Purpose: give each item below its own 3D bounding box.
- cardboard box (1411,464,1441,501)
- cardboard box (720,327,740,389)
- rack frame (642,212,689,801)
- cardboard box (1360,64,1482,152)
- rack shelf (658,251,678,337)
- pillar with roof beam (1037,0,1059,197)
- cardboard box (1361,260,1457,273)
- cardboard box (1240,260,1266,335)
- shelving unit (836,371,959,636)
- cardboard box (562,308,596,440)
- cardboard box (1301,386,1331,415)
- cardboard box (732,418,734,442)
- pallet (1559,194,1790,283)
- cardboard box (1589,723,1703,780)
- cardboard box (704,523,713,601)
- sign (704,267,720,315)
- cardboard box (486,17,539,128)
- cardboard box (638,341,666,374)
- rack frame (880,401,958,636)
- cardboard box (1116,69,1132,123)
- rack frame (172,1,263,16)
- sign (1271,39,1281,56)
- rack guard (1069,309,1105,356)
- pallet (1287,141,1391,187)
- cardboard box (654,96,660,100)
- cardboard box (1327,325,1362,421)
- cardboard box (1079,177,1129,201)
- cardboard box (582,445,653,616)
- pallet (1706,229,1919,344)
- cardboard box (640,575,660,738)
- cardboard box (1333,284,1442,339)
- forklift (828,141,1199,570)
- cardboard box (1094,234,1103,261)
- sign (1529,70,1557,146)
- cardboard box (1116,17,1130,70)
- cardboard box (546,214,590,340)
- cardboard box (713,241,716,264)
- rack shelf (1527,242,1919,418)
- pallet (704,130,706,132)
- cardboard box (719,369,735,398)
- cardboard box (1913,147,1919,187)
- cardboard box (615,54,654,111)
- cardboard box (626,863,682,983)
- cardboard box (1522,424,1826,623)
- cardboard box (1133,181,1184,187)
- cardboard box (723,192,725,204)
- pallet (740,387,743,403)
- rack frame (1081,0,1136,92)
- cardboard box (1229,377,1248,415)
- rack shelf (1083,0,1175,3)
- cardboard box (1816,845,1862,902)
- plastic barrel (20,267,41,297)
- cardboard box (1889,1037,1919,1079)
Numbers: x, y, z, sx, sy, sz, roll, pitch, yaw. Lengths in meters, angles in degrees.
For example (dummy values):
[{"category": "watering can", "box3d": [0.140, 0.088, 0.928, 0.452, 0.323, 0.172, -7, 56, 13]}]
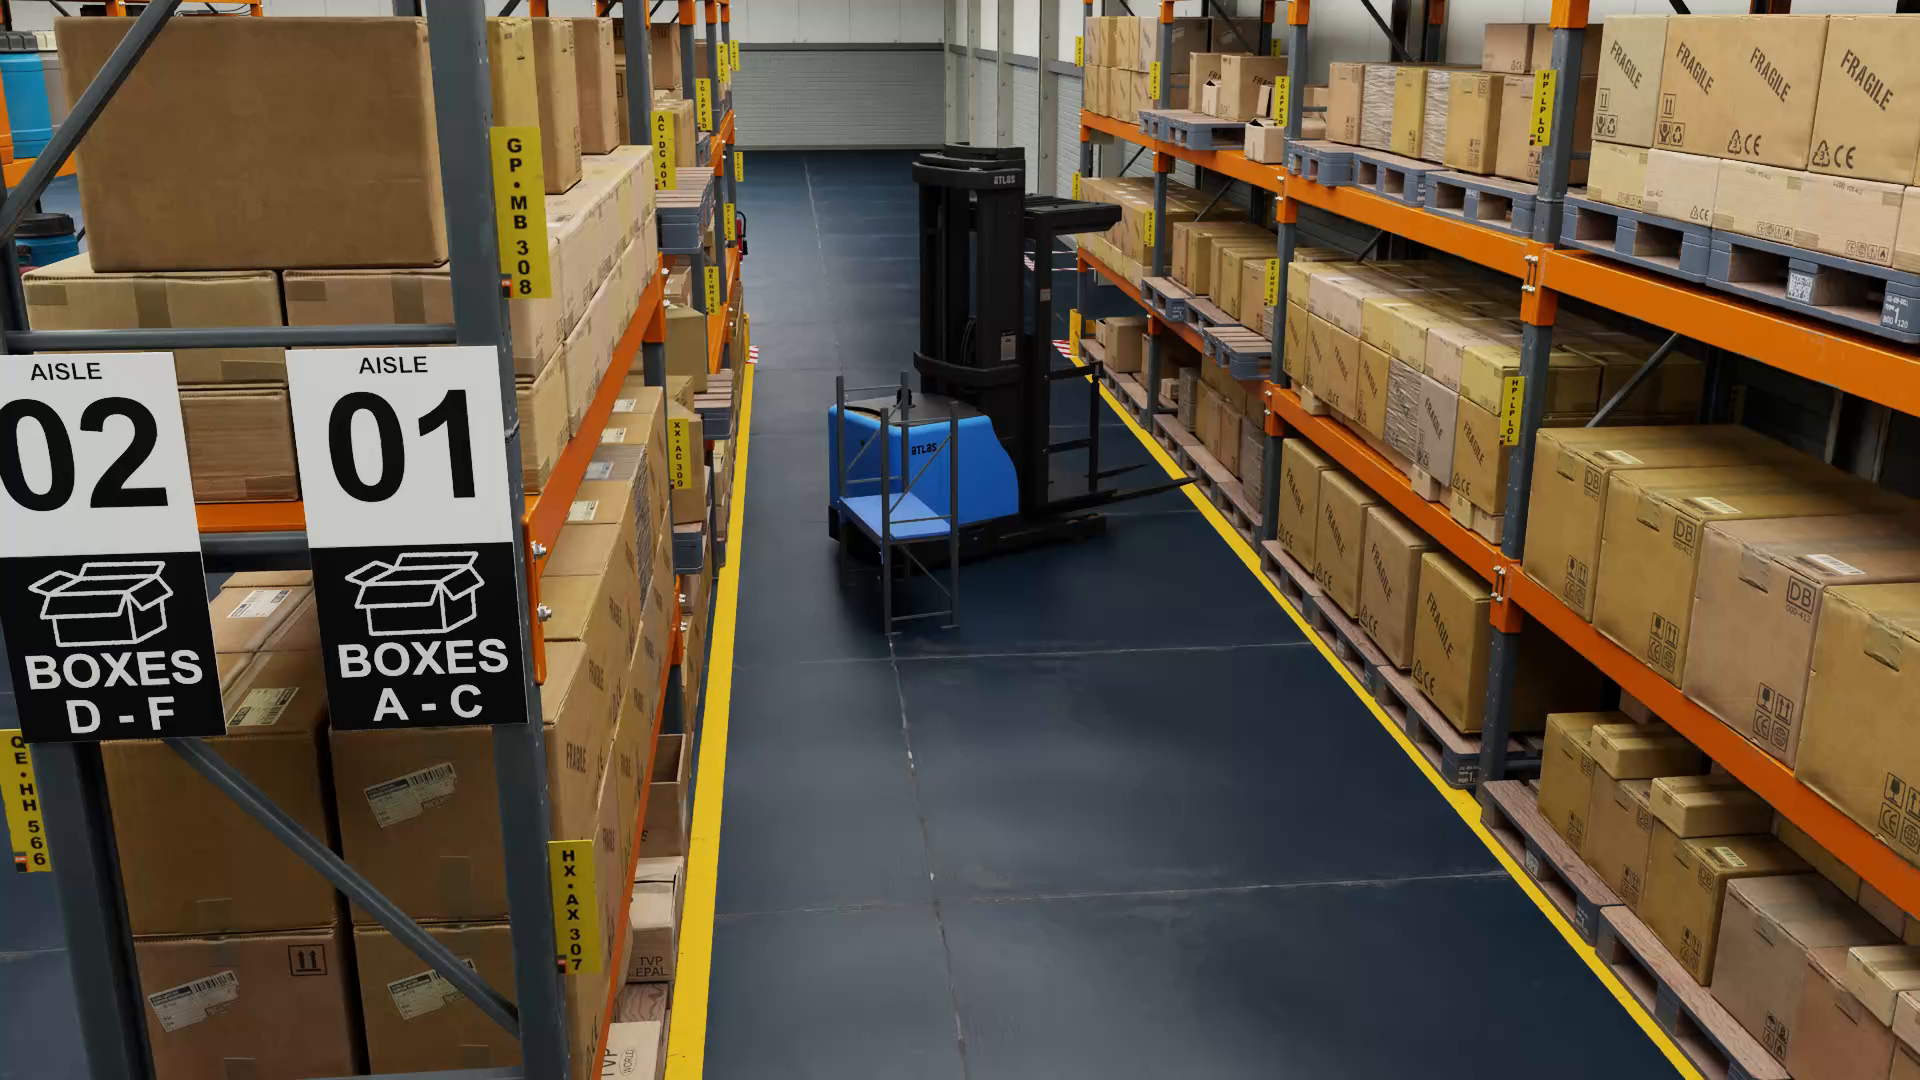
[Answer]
[{"category": "cardboard box", "box3d": [2.693, -0.320, 9.074, 0.380, 0.149, 0.250, -2, 18, -6]}, {"category": "cardboard box", "box3d": [-2.362, -1.732, 15.822, 0.500, 0.500, 0.500, -2, 18, -6]}, {"category": "rack frame", "box3d": [-1.800, 0.046, 7.523, 1.000, 3.000, 0.127, -2, 18, -6]}, {"category": "cardboard box", "box3d": [2.928, -2.690, 10.328, 0.700, 0.500, 0.500, -3, 18, -9]}, {"category": "rack shelf", "box3d": [-2.007, -1.638, 9.079, 1.077, 0.370, 4.000, -2, 18, -6]}, {"category": "pillar with roof beam", "box3d": [-2.698, -9.806, 28.888, 9.100, 9.000, 0.400, -2, 18, -6]}, {"category": "cardboard box", "box3d": [3.019, -1.730, 11.230, 0.500, 0.250, 0.500, -1, 17, -4]}, {"category": "cardboard box", "box3d": [2.571, -1.863, 12.702, 0.700, 0.500, 0.500, -3, 18, -11]}, {"category": "shelving unit", "box3d": [-0.423, -0.269, 11.029, 0.538, 1.500, 1.048, -6, 18, -19]}, {"category": "cardboard box", "box3d": [-1.227, -0.432, 4.288, 0.500, 0.250, 0.500, -2, 18, -6]}, {"category": "cardboard box", "box3d": [2.478, -0.927, 11.009, 0.380, 0.149, 0.250, -1, 17, -4]}, {"category": "cardboard box", "box3d": [-2.244, -0.961, 14.619, 0.500, 0.250, 0.500, -2, 18, -6]}, {"category": "pallet", "box3d": [3.201, -1.253, 6.800, 1.003, 0.211, 1.213, -2, 18, -6]}, {"category": "cardboard box", "box3d": [2.956, 0.908, 7.166, 0.380, 0.149, 0.250, -1, 17, -4]}, {"category": "cardboard box", "box3d": [-1.883, 0.108, 10.763, 0.500, 0.500, 0.500, -1, 17, -3]}, {"category": "sign", "box3d": [-1.674, -1.680, 11.220, 0.100, 0.325, 0.005, -2, 18, -6]}, {"category": "cardboard box", "box3d": [-1.424, -1.022, 4.082, 0.700, 0.500, 0.500, -2, 18, -6]}, {"category": "cardboard box", "box3d": [-2.131, -0.931, 9.768, 0.700, 0.500, 0.500, 1, 17, 5]}, {"category": "rack frame", "box3d": [-0.252, -0.125, 10.572, 0.500, 1.500, 0.032, -6, 18, -19]}, {"category": "cardboard box", "box3d": [1.869, -4.438, 16.597, 0.500, 0.500, 0.500, -2, 18, -8]}, {"category": "rack frame", "box3d": [-7.965, -6.240, 17.528, 1.000, 3.000, 0.127, -2, 18, -6]}, {"category": "sign", "box3d": [2.853, -4.376, 15.078, 0.100, 0.325, 0.005, -2, 18, -6]}, {"category": "rack guard", "box3d": [1.897, -2.468, 19.704, 1.175, 0.500, 0.348, -2, 18, -6]}, {"category": "pallet", "box3d": [2.833, -2.451, 10.783, 1.213, 0.211, 1.003, -1, 17, -3]}, {"category": "cardboard box", "box3d": [-2.388, -2.995, 11.750, 0.500, 0.250, 0.500, -1, 17, -4]}, {"category": "cardboard box", "box3d": [2.604, -1.042, 10.292, 0.500, 0.500, 0.500, -2, 18, -6]}, {"category": "cardboard box", "box3d": [1.639, -3.828, 18.826, 0.500, 0.500, 0.500, -2, 18, -6]}, {"category": "cardboard box", "box3d": [-1.383, -0.033, 5.940, 0.500, 0.500, 0.500, -2, 18, -5]}, {"category": "pallet", "box3d": [3.323, -0.890, 5.645, 1.003, 0.211, 1.213, -2, 18, -6]}, {"category": "cardboard box", "box3d": [-1.384, 0.446, 6.082, 0.500, 0.500, 0.500, -1, 17, -4]}, {"category": "cardboard box", "box3d": [2.616, -1.405, 10.195, 0.500, 0.250, 0.500, -2, 18, -5]}, {"category": "forklift", "box3d": [0.512, -1.505, 12.578, 3.031, 2.935, 1.130, -12, 21, -33]}, {"category": "cardboard box", "box3d": [1.738, -3.160, 17.952, 0.500, 0.250, 0.500, -2, 18, -7]}, {"category": "sign", "box3d": [2.588, -1.916, 7.377, 0.100, 0.325, 0.005, -2, 18, -6]}, {"category": "cardboard box", "box3d": [1.849, -4.916, 16.451, 0.500, 0.500, 0.500, -2, 18, -8]}, {"category": "cardboard box", "box3d": [-1.226, -0.671, 4.214, 0.500, 0.250, 0.500, -2, 18, -6]}, {"category": "cardboard box", "box3d": [-2.786, -2.824, 16.497, 0.700, 0.500, 0.500, -2, 17, -5]}, {"category": "rack shelf", "box3d": [3.333, -0.600, 5.774, 1.077, 0.370, 4.000, -2, 18, -6]}, {"category": "pallet", "box3d": [-2.522, -3.415, 13.858, 0.805, 0.209, 1.217, -2, 18, -8]}, {"category": "cardboard box", "box3d": [-2.298, -1.382, 15.024, 0.500, 0.311, 0.500, -2, 18, -6]}, {"category": "cardboard box", "box3d": [3.152, -1.241, 4.745, 0.500, 0.500, 0.500, -1, 17, -4]}, {"category": "cardboard box", "box3d": [-1.919, -2.231, 8.732, 0.600, 0.600, 0.600, -2, 18, -8]}, {"category": "cardboard box", "box3d": [-1.382, 1.503, 6.635, 0.500, 0.311, 0.500, -2, 18, -6]}, {"category": "cardboard box", "box3d": [3.166, -0.089, 7.453, 0.980, 0.700, 0.700, -2, 17, -5]}, {"category": "cardboard box", "box3d": [2.191, -3.695, 18.404, 0.500, 0.500, 0.500, -2, 17, -5]}, {"category": "cardboard box", "box3d": [-2.809, -3.779, 18.455, 0.380, 0.149, 0.250, -2, 18, -7]}, {"category": "pallet", "box3d": [-2.795, -1.610, 17.452, 1.003, 0.211, 1.213, -2, 18, -6]}, {"category": "rack frame", "box3d": [1.889, -6.546, 18.503, 1.000, 3.000, 0.127, -2, 18, -6]}, {"category": "cardboard box", "box3d": [2.533, -1.213, 13.719, 0.500, 0.250, 0.500, -2, 18, -6]}, {"category": "rack shelf", "box3d": [2.095, -5.605, 16.714, 1.077, 0.370, 4.000, -2, 18, -6]}, {"category": "cardboard box", "box3d": [3.447, 1.214, 6.191, 0.380, 0.149, 0.250, -2, 18, -5]}, {"category": "plastic barrel", "box3d": [-7.672, -1.959, 13.681, 0.433, 0.535, 0.433, 0, 17, 0]}, {"category": "cardboard box", "box3d": [3.367, 1.870, 5.184, 0.700, 0.500, 0.500, -2, 18, -6]}]
